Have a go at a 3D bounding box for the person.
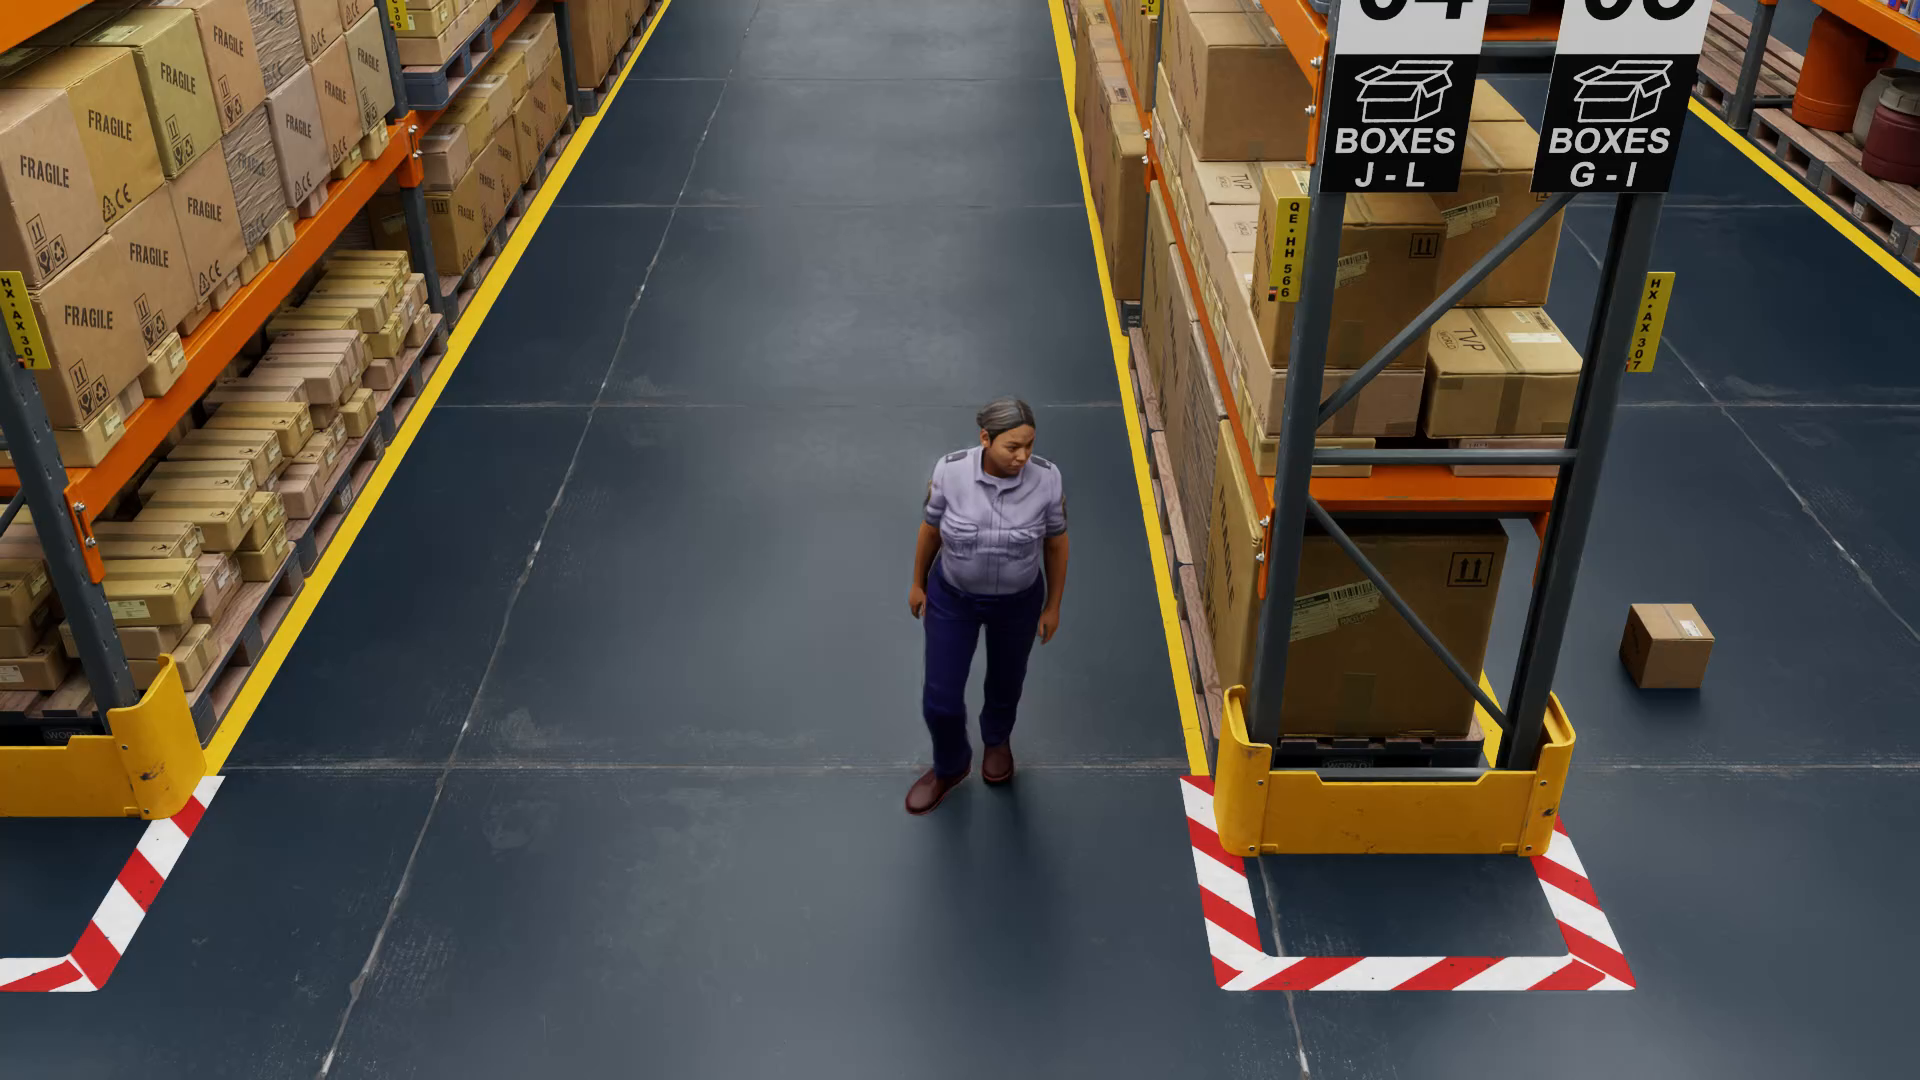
[{"bbox_3d":[0.081,0.210,5.812,0.579,1.661,0.496,-1,32,-2],"label":"person"}]
